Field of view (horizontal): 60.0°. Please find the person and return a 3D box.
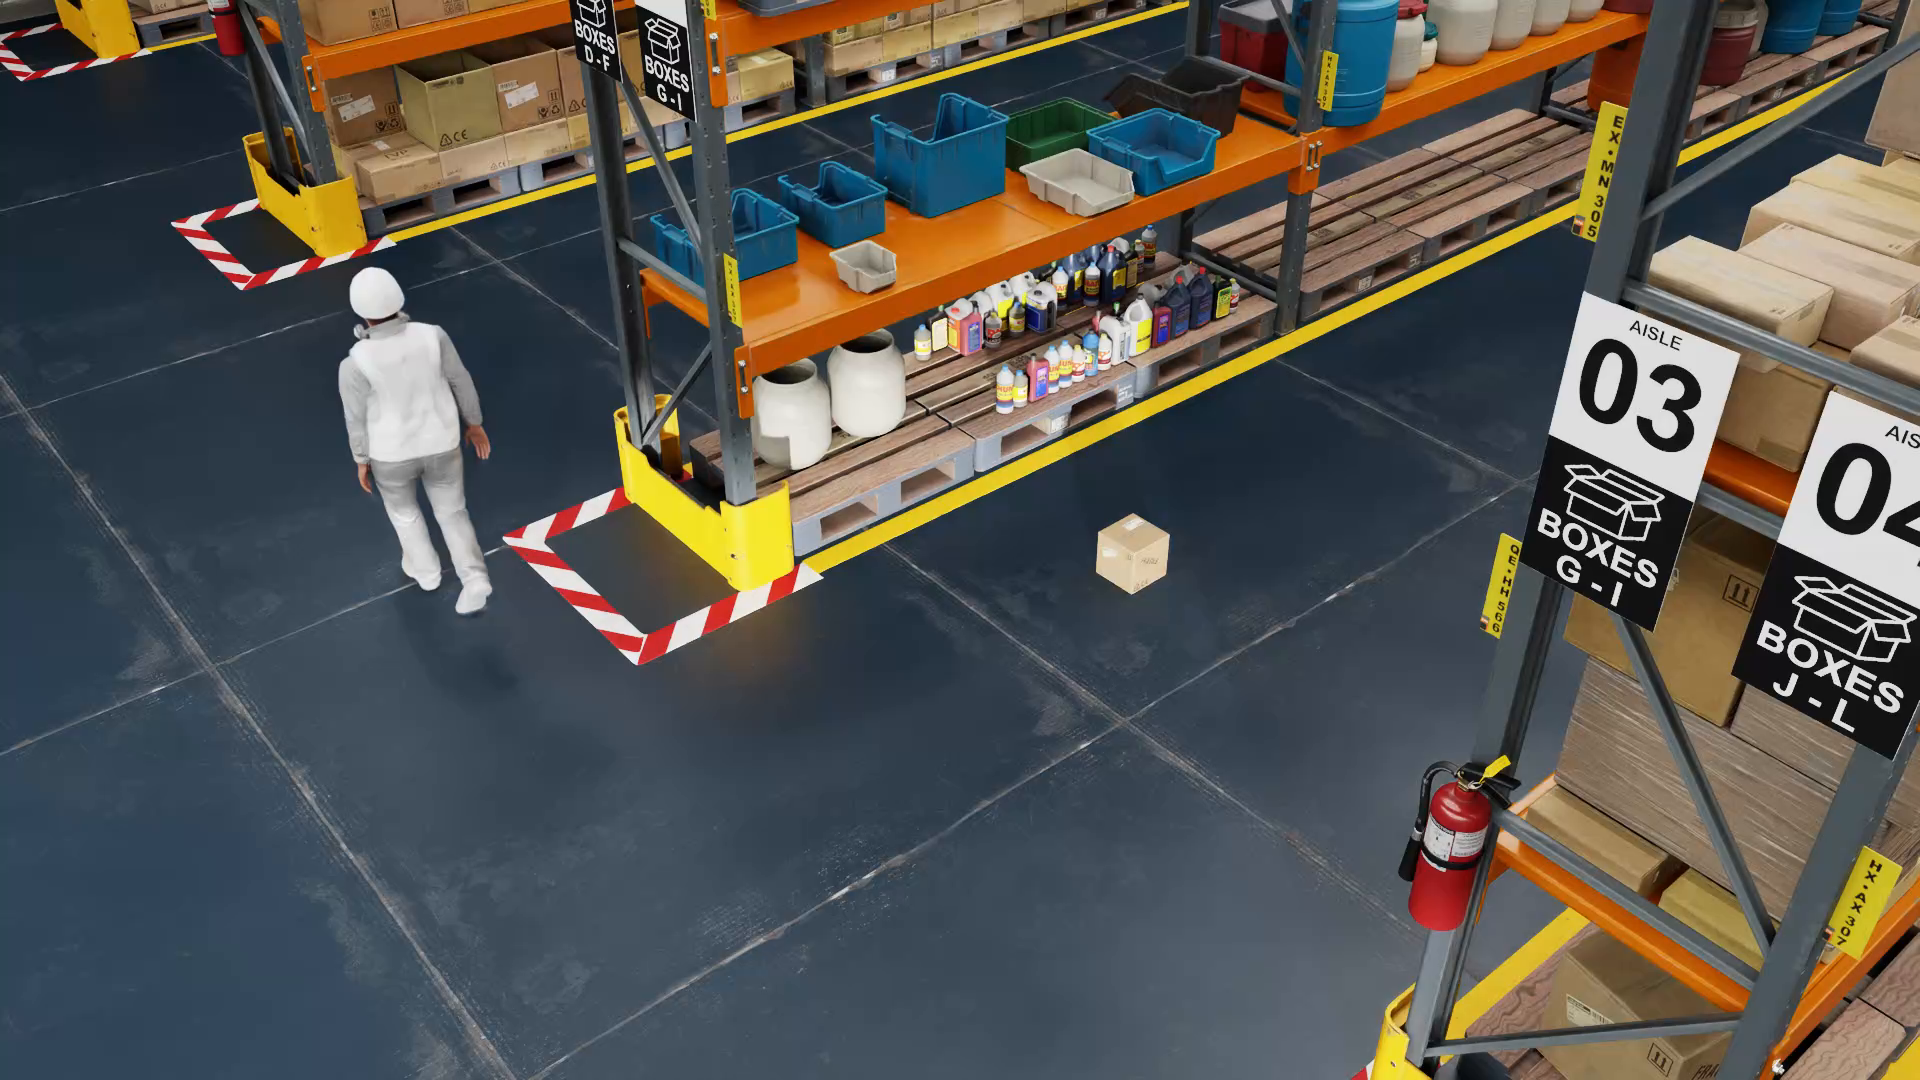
[{"bbox_3d":[-2.462,-0.427,7.653,0.605,1.737,0.830,-22,41,-28],"label":"person"}]
